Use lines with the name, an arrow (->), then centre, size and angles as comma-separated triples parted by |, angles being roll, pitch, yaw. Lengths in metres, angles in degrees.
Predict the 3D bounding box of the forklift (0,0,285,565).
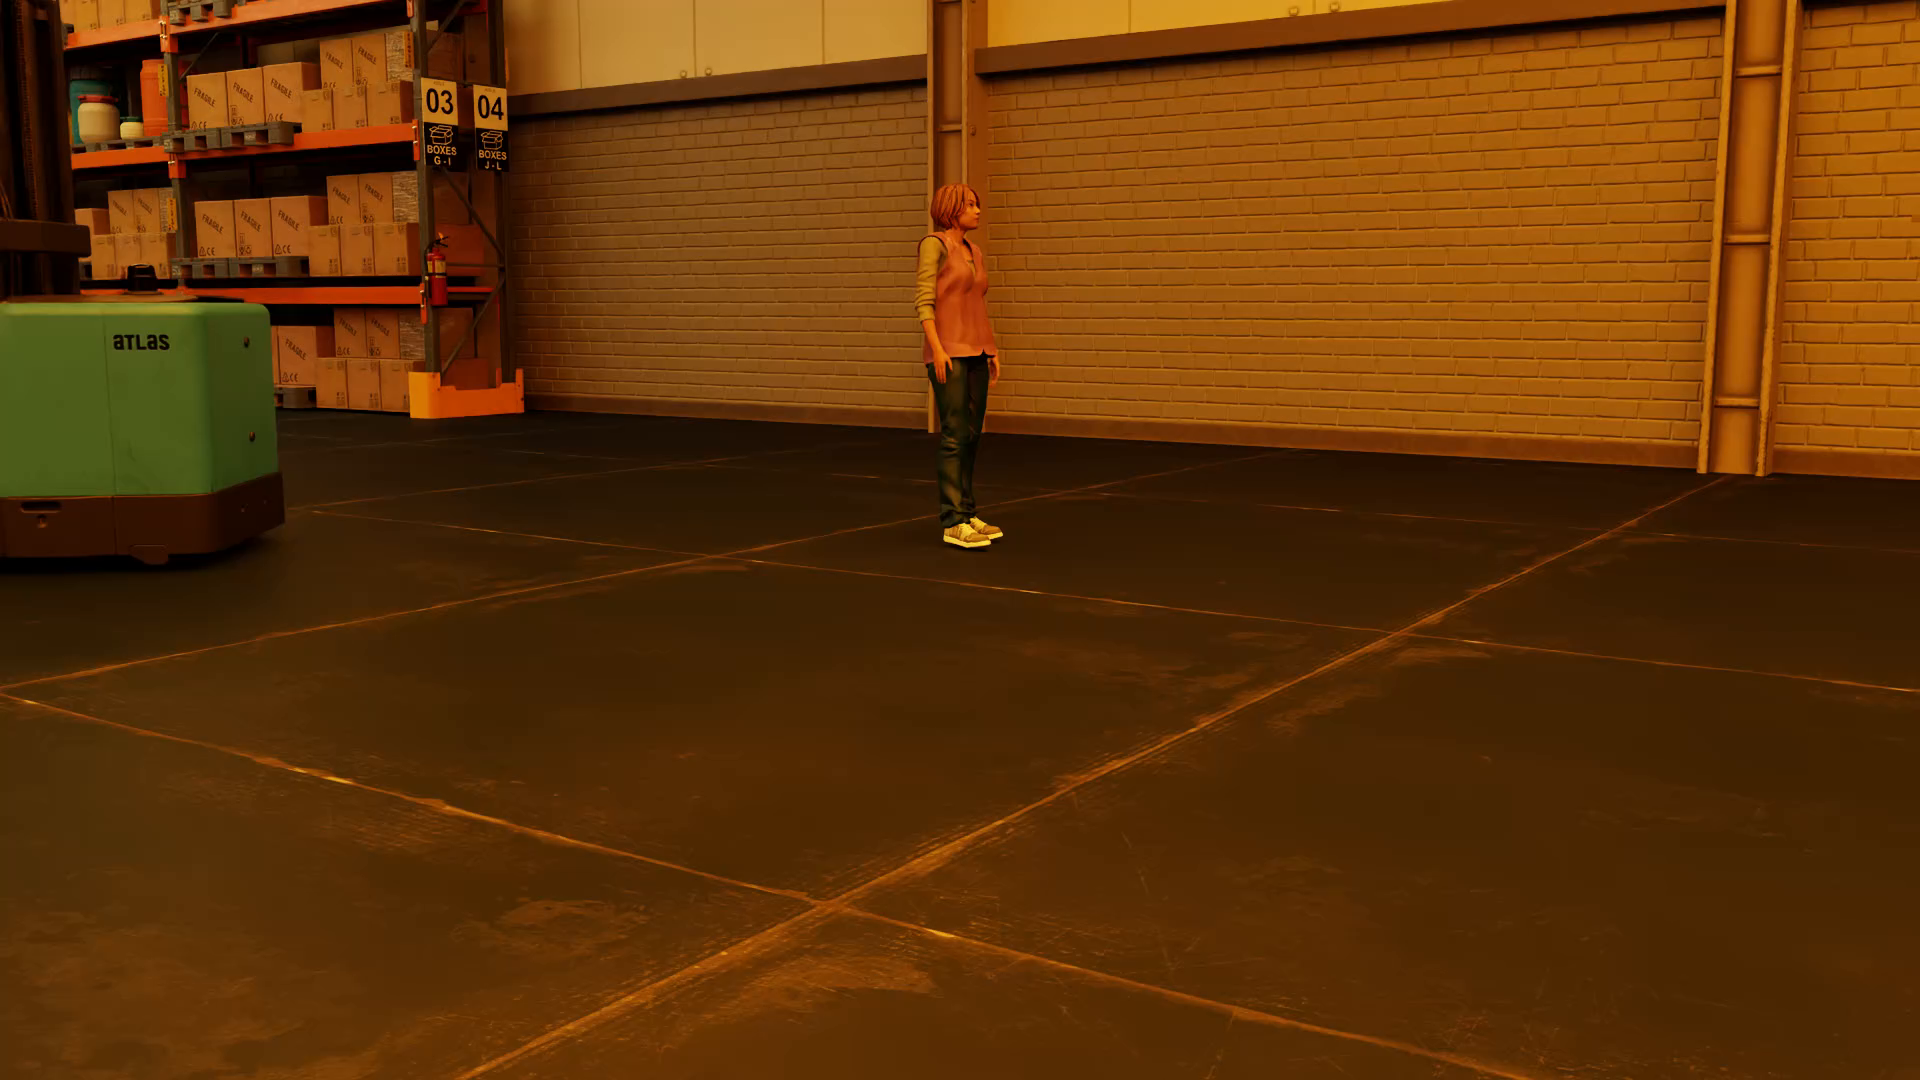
forklift -> -4.563, -1.375, 6.864 | 3.031, 2.935, 1.130 | -1, 8, -6

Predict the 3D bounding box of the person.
person -> 0.054, -0.789, 7.437 | 0.473, 1.595, 0.520 | 5, 10, 34
